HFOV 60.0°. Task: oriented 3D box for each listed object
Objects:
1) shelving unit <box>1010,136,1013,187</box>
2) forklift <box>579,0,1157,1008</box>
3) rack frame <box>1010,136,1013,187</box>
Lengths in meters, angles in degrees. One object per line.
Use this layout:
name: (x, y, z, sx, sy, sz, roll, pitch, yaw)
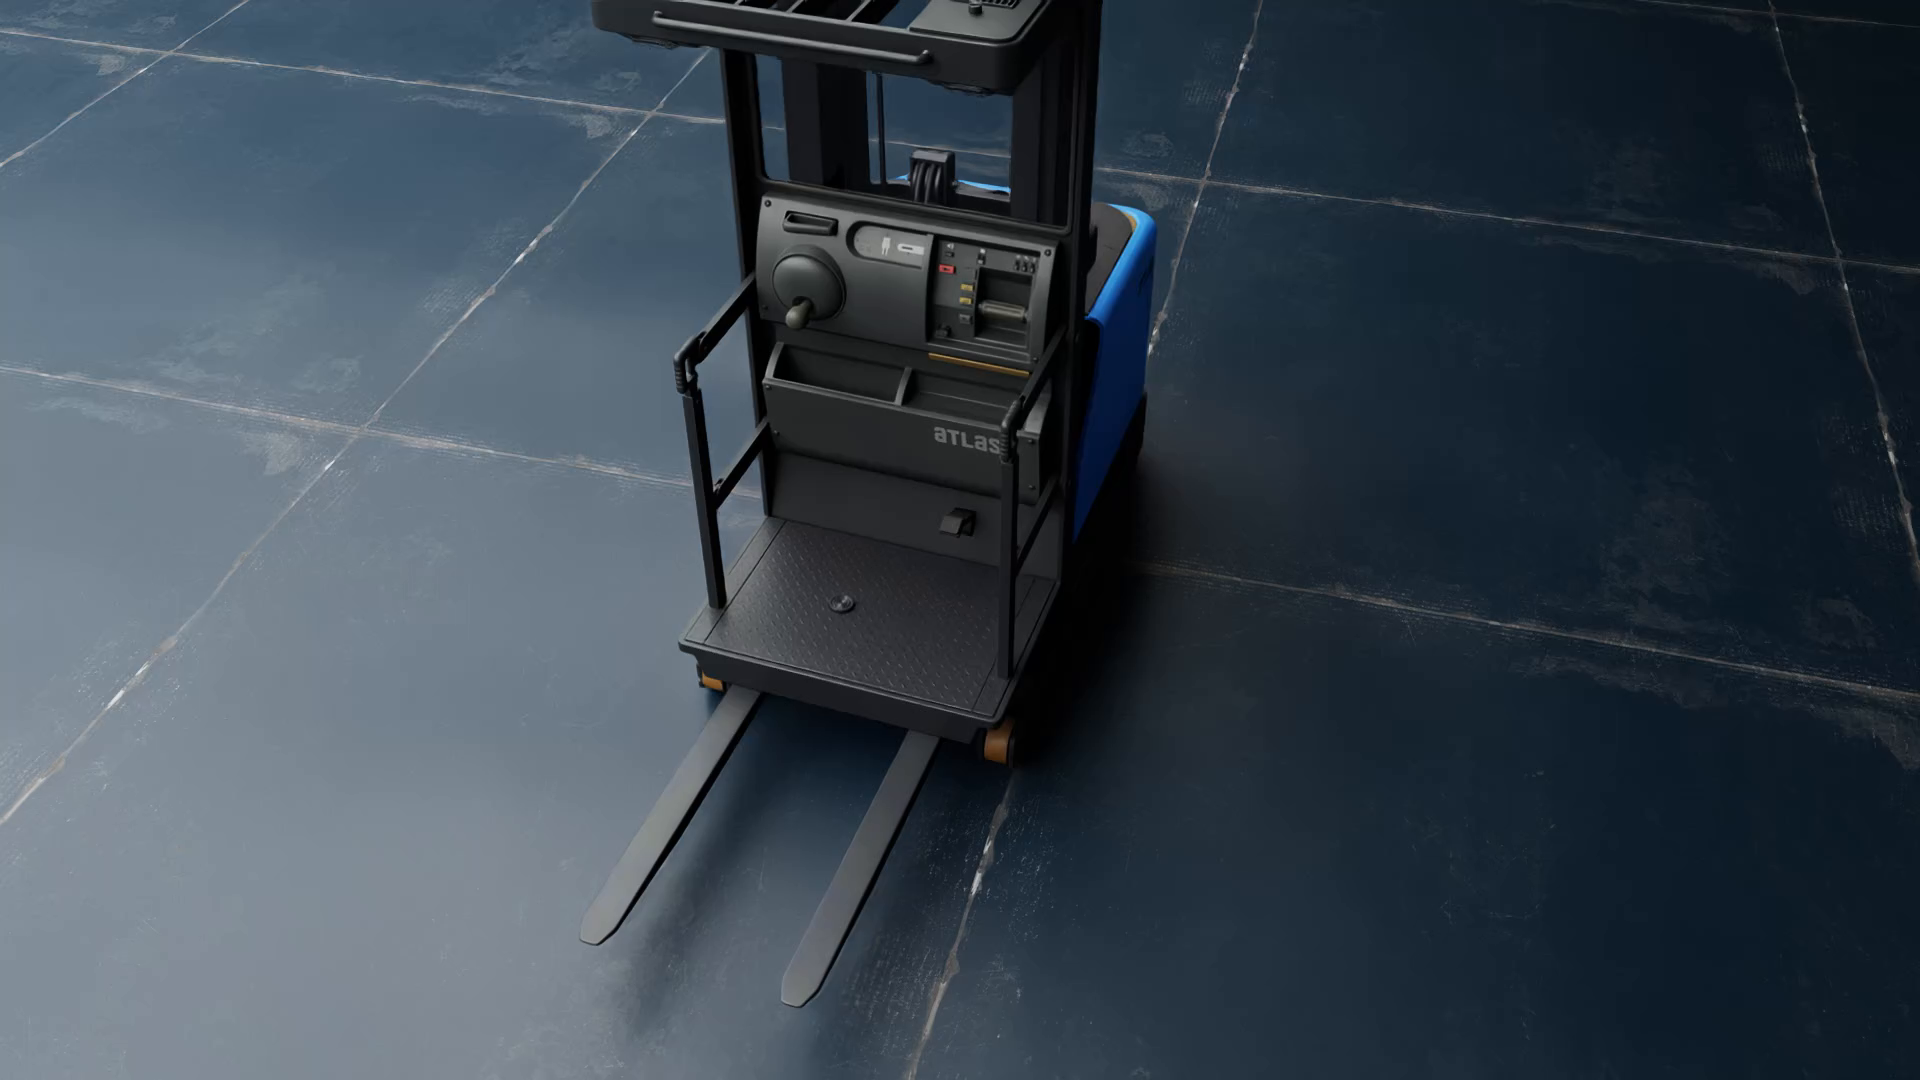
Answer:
shelving unit: (0.302, -1.070, 6.581, 0.189, 1.200, 0.258, 8, 38, 9)
forklift: (-0.239, -0.697, 4.801, 1.130, 2.935, 3.031, 13, 42, 15)
rack frame: (0.213, -1.082, 6.596, 0.006, 1.200, 0.240, 8, 38, 9)
